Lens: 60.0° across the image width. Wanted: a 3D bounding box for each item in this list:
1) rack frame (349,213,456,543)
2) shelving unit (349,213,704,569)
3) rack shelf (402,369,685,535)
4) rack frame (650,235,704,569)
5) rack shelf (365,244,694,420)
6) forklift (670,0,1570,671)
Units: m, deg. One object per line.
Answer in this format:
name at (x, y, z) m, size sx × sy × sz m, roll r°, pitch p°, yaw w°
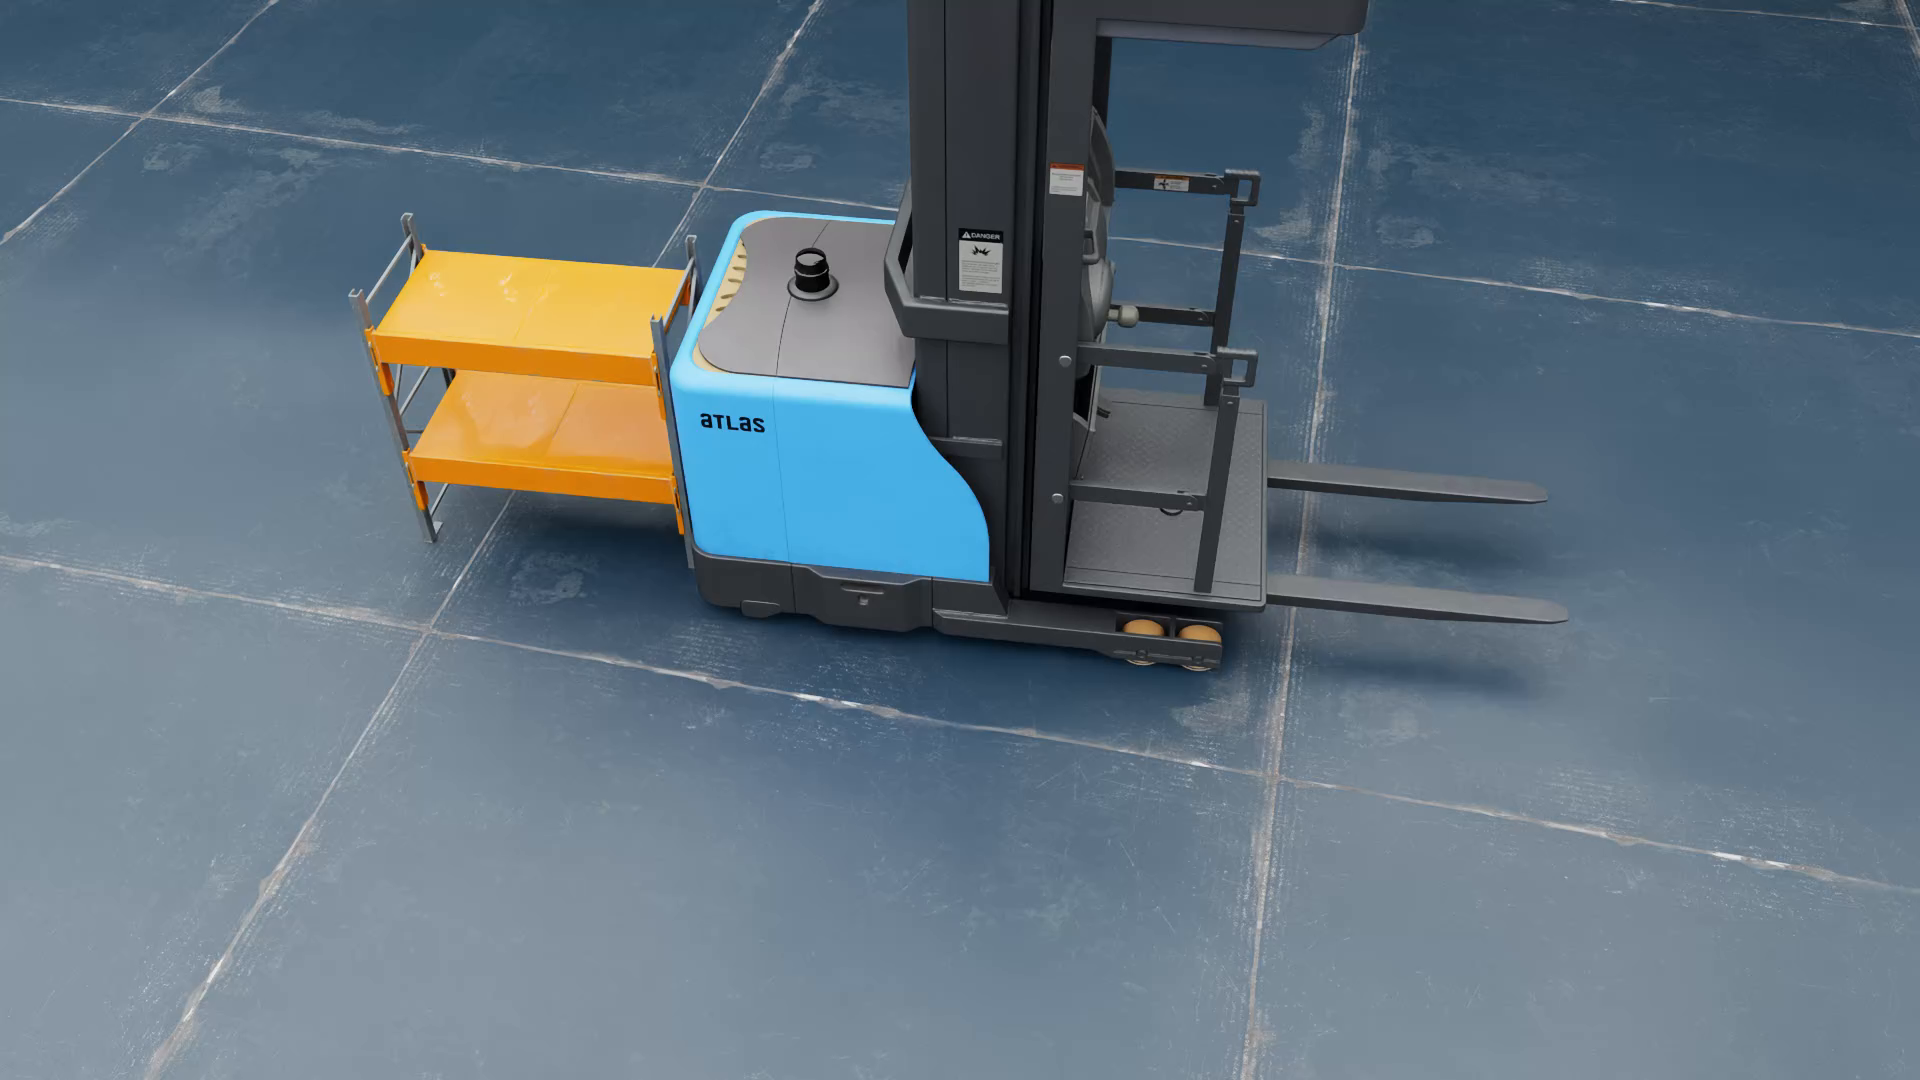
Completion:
rack frame at (-1.960, -0.566, 6.027) m, size 0.032 × 1.125 × 0.500 m, roll 5°, pitch 44°, yaw 6°
shelving unit at (-1.457, -0.519, 5.978) m, size 1.048 × 1.125 × 0.538 m, roll 5°, pitch 44°, yaw 6°
rack shelf at (-1.457, -0.342, 6.147) m, size 1.000 × 0.278 × 0.538 m, roll 5°, pitch 44°, yaw 6°
rack frame at (-0.953, -0.471, 5.928) m, size 0.032 × 1.125 × 0.500 m, roll 5°, pitch 44°, yaw 6°
rack shelf at (-1.457, -0.729, 5.775) m, size 1.000 × 0.278 × 0.538 m, roll 5°, pitch 44°, yaw 6°
forklift at (0.616, -0.997, 5.172) m, size 3.031 × 2.935 × 1.130 m, roll 5°, pitch 44°, yaw 6°
